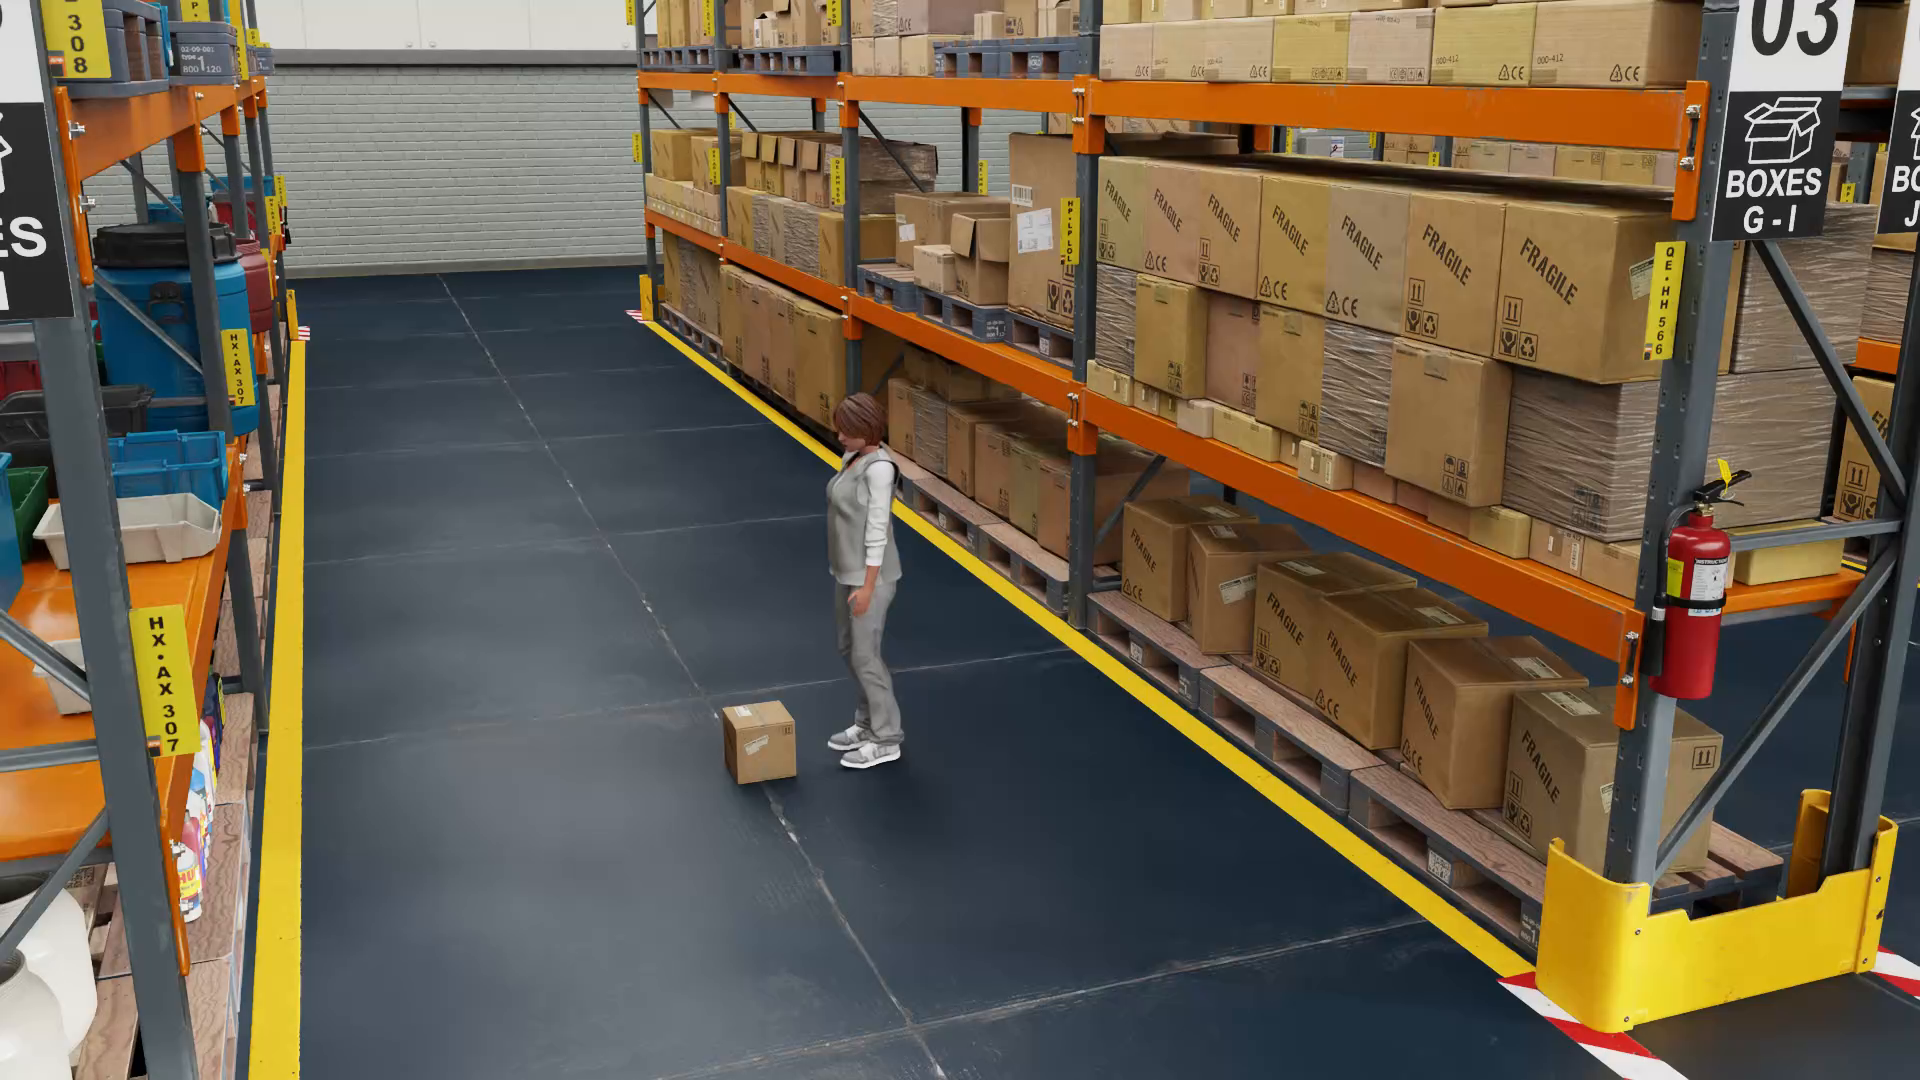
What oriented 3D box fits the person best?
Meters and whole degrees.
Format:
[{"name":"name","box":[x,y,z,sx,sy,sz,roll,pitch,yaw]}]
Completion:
[{"name":"person","box":[-3.724,-4.331,14.731,25.160,6.005,19.033,-6,17,-19]}]
